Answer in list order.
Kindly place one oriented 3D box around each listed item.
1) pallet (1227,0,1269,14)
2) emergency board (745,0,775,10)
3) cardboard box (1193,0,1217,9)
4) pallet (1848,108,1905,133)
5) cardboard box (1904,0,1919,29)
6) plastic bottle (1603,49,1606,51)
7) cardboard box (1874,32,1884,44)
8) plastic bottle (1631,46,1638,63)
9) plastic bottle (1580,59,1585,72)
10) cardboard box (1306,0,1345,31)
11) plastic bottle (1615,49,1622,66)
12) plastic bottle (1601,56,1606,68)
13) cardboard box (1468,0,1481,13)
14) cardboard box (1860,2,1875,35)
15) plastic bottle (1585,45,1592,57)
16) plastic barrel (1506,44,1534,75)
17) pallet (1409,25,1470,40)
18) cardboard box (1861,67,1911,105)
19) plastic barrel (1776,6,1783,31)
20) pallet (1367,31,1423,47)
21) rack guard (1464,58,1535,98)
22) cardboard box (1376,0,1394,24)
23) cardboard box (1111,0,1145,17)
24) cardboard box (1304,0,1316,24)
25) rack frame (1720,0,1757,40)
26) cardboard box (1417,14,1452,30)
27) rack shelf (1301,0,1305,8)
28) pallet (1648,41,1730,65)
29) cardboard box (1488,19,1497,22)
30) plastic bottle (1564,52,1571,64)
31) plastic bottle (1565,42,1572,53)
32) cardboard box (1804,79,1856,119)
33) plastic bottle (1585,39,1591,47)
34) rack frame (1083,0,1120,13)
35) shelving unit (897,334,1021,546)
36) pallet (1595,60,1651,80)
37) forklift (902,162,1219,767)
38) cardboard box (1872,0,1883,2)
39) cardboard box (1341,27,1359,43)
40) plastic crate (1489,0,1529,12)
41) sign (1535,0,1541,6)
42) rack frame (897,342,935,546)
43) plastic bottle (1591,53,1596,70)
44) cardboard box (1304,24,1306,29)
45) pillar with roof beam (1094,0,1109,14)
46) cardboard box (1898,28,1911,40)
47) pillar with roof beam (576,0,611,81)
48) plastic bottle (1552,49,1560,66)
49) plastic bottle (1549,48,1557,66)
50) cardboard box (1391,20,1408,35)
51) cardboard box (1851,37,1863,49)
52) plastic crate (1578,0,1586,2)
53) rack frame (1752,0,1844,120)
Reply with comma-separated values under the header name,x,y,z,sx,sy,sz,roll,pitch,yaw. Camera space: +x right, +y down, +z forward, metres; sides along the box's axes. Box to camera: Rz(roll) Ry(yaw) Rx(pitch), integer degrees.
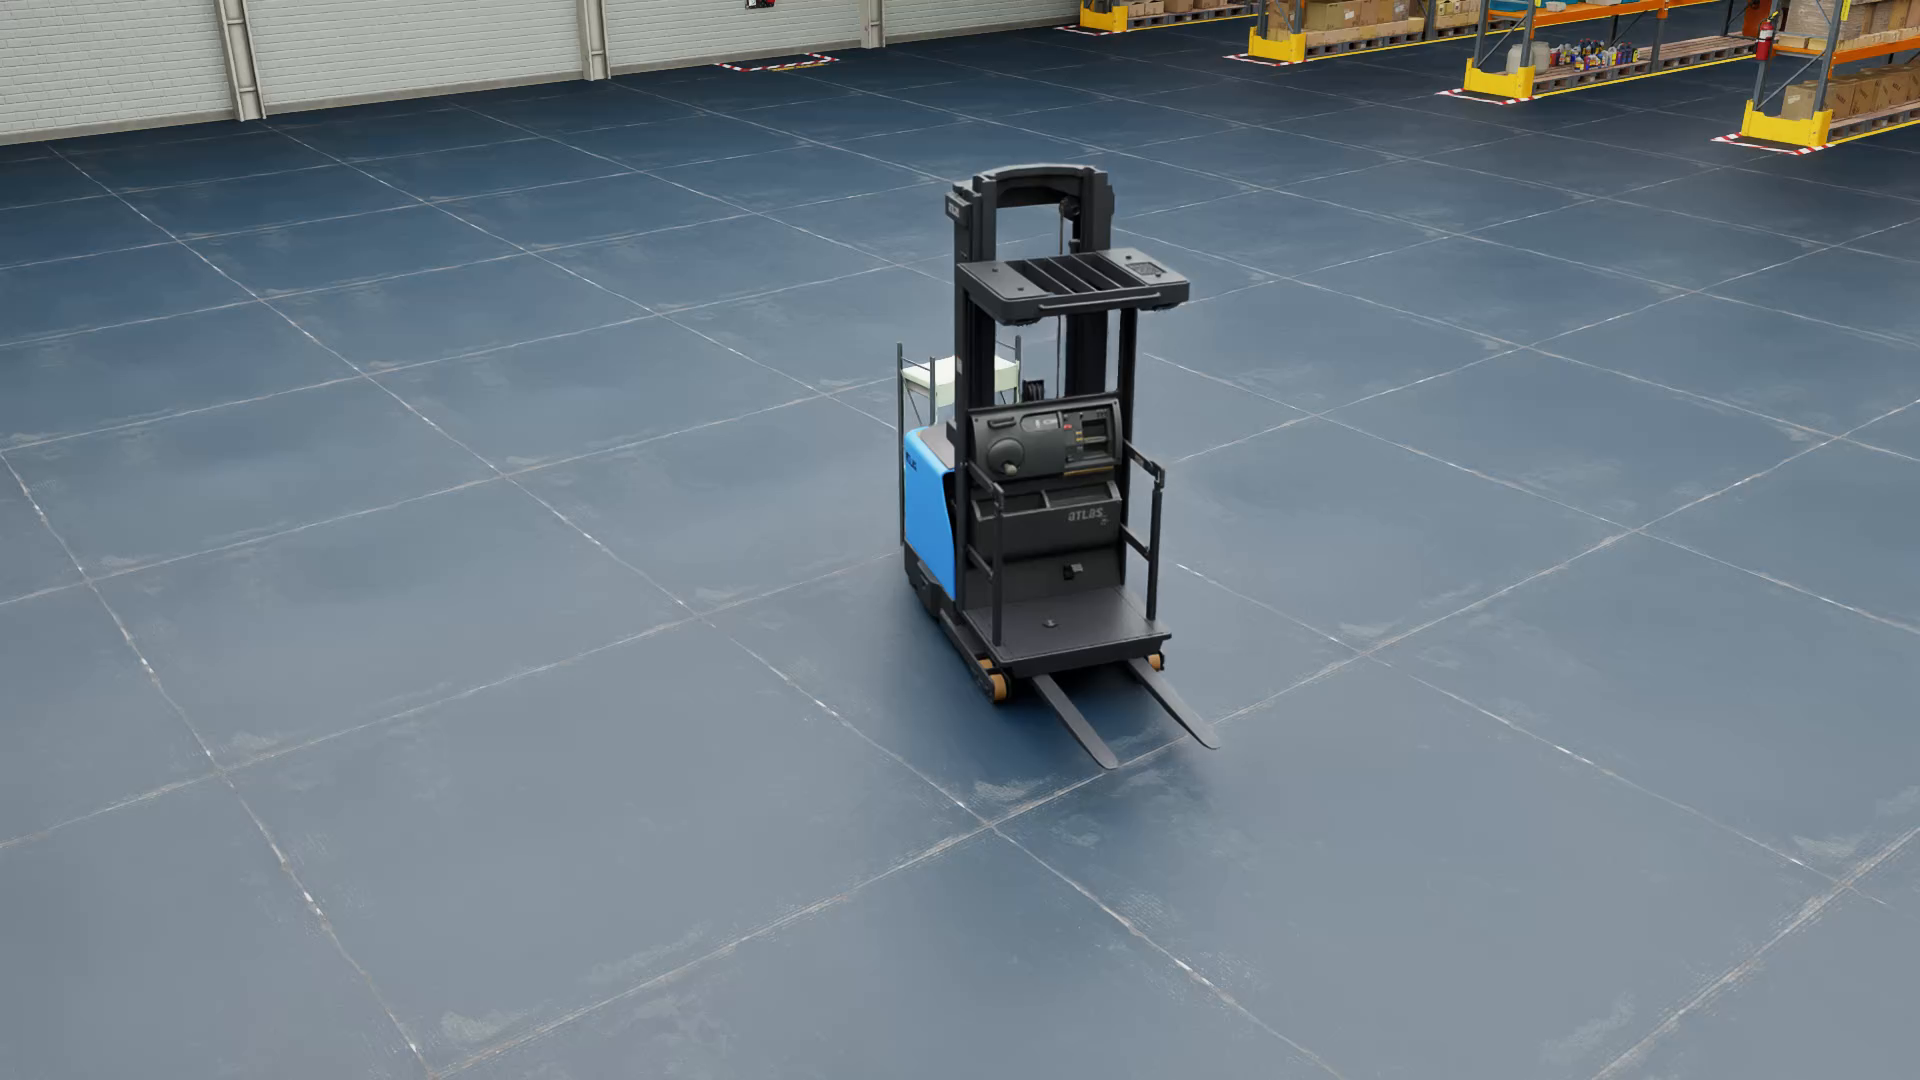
name,x,y,z,sx,sy,sz,roll,pitch,yaw
pallet,6.738,-12.183,37.878,1.213,0.211,1.003,-18,31,-34
emergency board,-3.694,-10.487,30.910,0.643,1.169,0.194,-18,31,-34
cardboard box,5.334,-12.028,36.678,0.500,0.500,0.500,-21,32,-38
pallet,13.828,-6.553,25.747,1.213,0.211,1.003,-18,31,-34
cardboard box,14.157,-8.125,25.349,0.500,0.500,0.875,-18,31,-34
plastic bottle,11.422,-8.562,29.466,0.133,0.283,0.061,-18,31,-34
cardboard box,13.499,-7.492,24.755,0.250,0.149,0.380,-18,31,-34
plastic bottle,12.065,-8.697,29.757,0.133,0.283,0.061,-17,30,-32
plastic bottle,10.792,-8.249,28.891,0.097,0.201,0.097,0,25,0
cardboard box,6.990,-10.046,31.837,0.500,0.500,0.500,-18,31,-34
plastic bottle,11.657,-8.562,29.467,0.133,0.283,0.061,-16,29,-31
plastic bottle,11.299,-8.417,29.251,0.097,0.201,0.097,0,25,0
cardboard box,10.469,-11.091,34.313,0.500,0.311,0.500,-19,31,-36
cardboard box,12.917,-7.767,24.579,0.500,0.500,0.875,-18,31,-34
plastic bottle,11.309,-8.776,29.942,0.097,0.271,0.097,0,25,0
plastic barrel,9.563,-8.183,28.402,0.421,0.512,0.421,0,25,0
pallet,9.742,-10.545,34.348,1.213,0.211,1.003,-18,31,-34
cardboard box,14.510,-7.138,26.164,0.500,0.500,0.500,-9,26,-18
plastic barrel,16.151,-10.374,33.123,0.421,0.512,0.421,0,25,0
pallet,8.534,-10.148,33.492,1.213,0.211,1.003,-18,31,-34
rack guard,9.123,-7.826,28.146,0.348,0.500,1.175,-18,31,-34
cardboard box,8.164,-10.439,32.683,0.500,0.500,0.500,-18,31,-34
cardboard box,3.579,-11.336,35.412,0.500,0.311,0.500,-23,33,-40
cardboard box,7.055,-10.352,32.497,0.500,0.500,0.500,-18,31,-34
rack frame,15.387,-11.003,32.022,0.127,3.000,1.000,-18,31,-34
cardboard box,9.656,-10.571,33.860,0.500,0.250,0.500,-19,31,-35
rack shelf,7.612,-10.760,32.352,4.000,0.370,1.077,-18,31,-34
pallet,13.794,-9.234,31.524,1.213,0.211,1.003,-18,31,-34
cardboard box,10.866,-10.971,34.721,0.500,0.250,0.500,-18,30,-33
plastic bottle,10.828,-8.585,29.614,0.097,0.201,0.097,0,25,0
plastic bottle,10.865,-8.730,29.749,0.185,0.351,0.144,-19,31,-34
cardboard box,13.099,-6.664,25.143,0.500,0.500,0.500,-10,27,-21
plastic bottle,11.348,-8.889,30.092,0.185,0.351,0.144,-17,30,-33
rack frame,2.979,-12.207,34.615,0.127,3.000,1.000,-18,31,-34
shelving unit,-0.005,-0.679,11.558,0.755,1.500,0.431,-18,31,-34
pallet,11.685,-8.538,30.024,1.213,0.211,1.003,-18,31,-34
forklift,0.580,-0.580,9.645,1.130,2.935,3.031,-8,26,-18
cardboard box,13.147,-8.098,24.103,0.500,0.500,0.500,-18,31,-34
cardboard box,7.382,-9.836,32.275,0.500,0.250,0.500,-18,31,-34
plastic crate,9.301,-9.086,28.069,0.616,0.251,0.499,-18,31,-34
sign,9.428,-8.867,27.091,0.005,0.325,0.100,-18,31,-34
rack frame,-0.293,-0.583,11.353,0.023,1.500,0.400,-18,31,-34
plastic bottle,11.059,-8.369,29.066,0.097,0.271,0.097,0,25,0
cardboard box,6.664,-9.881,32.372,0.500,0.250,0.500,-18,31,-34
pillar with roof beam,5.652,-13.970,31.289,0.400,9.000,9.100,-18,31,-34
cardboard box,14.119,-7.671,25.141,0.250,0.149,0.380,-18,31,-34
pillar with roof beam,-3.791,-10.853,24.572,0.400,9.000,9.100,-18,31,-34
plastic bottle,10.548,-8.536,29.410,0.133,0.283,0.061,-18,31,-34
plastic bottle,10.482,-8.567,29.487,0.135,0.276,0.152,-18,30,-34
cardboard box,8.556,-10.229,33.123,0.500,0.250,0.500,-18,31,-34
cardboard box,12.934,-7.283,24.306,0.250,0.149,0.380,-18,31,-34
plastic crate,10.997,-9.608,29.269,0.662,0.188,0.450,-18,31,-34
rack frame,12.148,-7.284,24.009,0.127,3.000,1.000,-18,31,-34
